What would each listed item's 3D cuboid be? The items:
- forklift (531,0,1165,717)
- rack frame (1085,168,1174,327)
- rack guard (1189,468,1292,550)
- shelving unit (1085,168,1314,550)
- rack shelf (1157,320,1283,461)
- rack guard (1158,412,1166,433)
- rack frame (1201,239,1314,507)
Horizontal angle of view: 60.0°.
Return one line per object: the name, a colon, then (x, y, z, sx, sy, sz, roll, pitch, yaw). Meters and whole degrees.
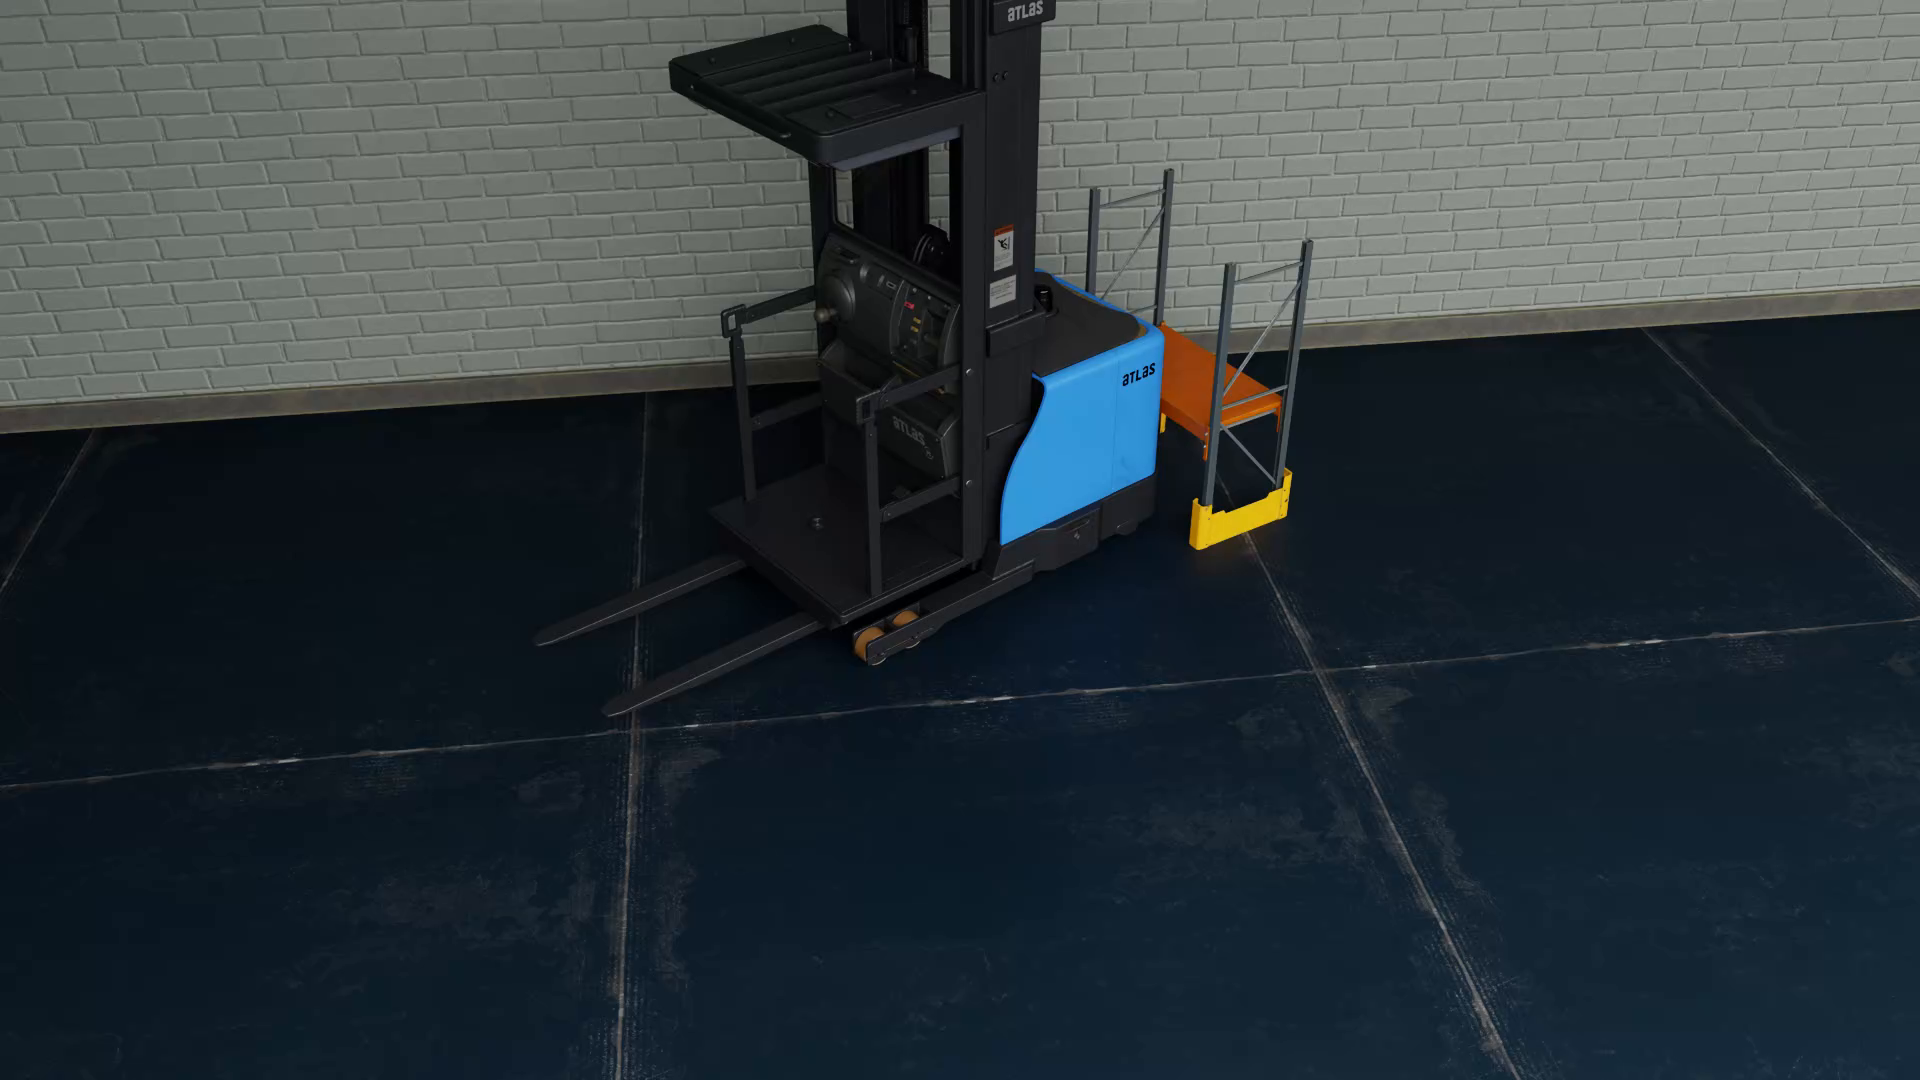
forklift: (-0.482, -0.989, 7.099, 3.031, 2.935, 1.130, -25, 41, -32)
rack frame: (0.851, -1.159, 8.618, 0.500, 1.500, 0.032, -20, 39, -26)
rack guard: (1.395, -0.159, 8.262, 0.587, 0.250, 0.087, -20, 39, -26)
shelving unit: (1.128, -0.912, 8.257, 0.587, 1.500, 1.083, -20, 39, -26)
rack shelf: (1.123, -0.768, 8.365, 0.538, 0.185, 1.000, -20, 39, -26)
rack guard: (0.862, -0.633, 8.957, 0.587, 0.250, 0.087, -20, 39, -26)
rack frame: (1.396, -0.675, 7.909, 0.500, 1.500, 0.032, -20, 39, -26)
